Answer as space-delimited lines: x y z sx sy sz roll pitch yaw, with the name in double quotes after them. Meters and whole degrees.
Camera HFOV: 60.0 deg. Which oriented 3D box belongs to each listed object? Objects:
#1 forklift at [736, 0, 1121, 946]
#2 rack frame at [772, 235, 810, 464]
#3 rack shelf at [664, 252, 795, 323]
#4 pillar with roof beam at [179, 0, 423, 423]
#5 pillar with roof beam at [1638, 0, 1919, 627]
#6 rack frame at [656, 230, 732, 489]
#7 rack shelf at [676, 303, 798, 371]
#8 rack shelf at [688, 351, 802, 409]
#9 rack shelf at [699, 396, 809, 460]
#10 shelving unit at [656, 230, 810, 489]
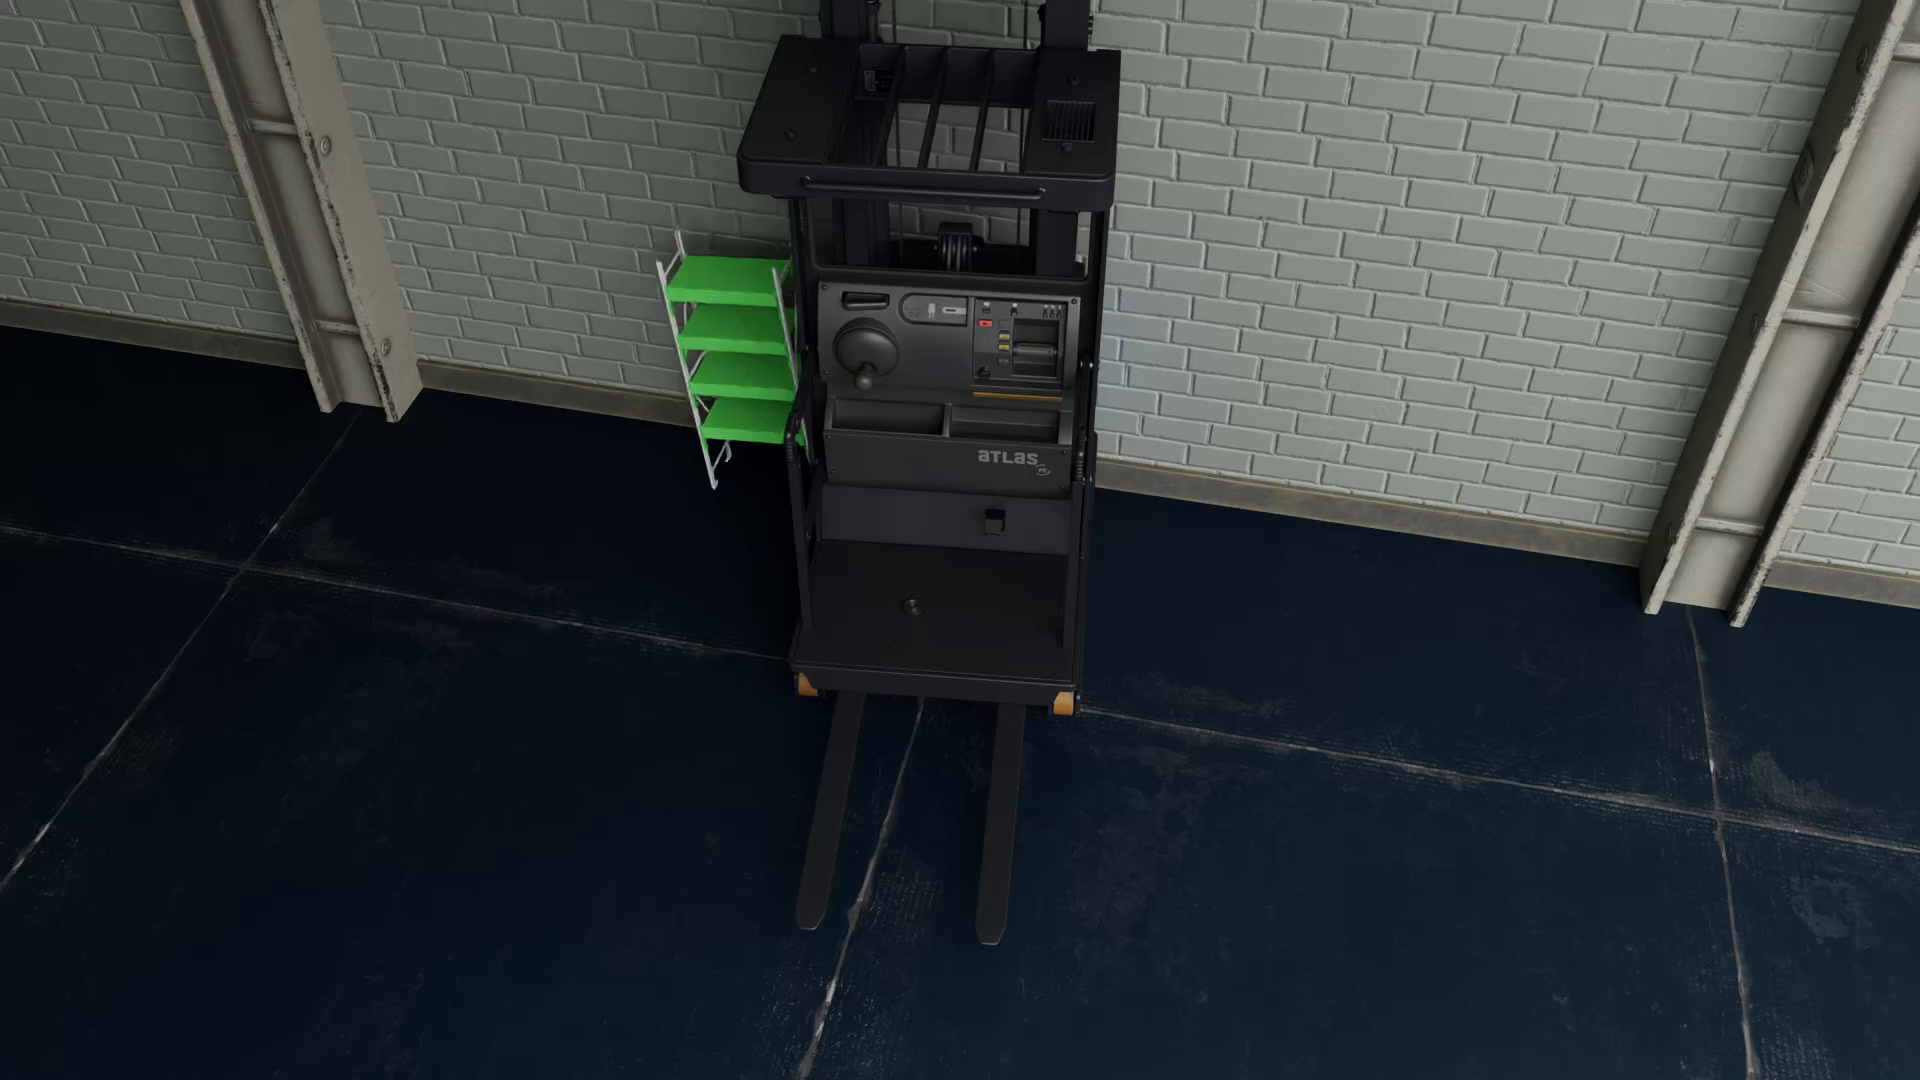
-0.061 -0.624 5.744 1.130 2.935 3.031 4 44 4 "forklift"
-0.654 -0.706 7.016 0.015 1.200 0.240 5 44 13 "rack frame"
-0.928 -1.032 6.788 0.480 0.148 0.258 5 44 13 "rack shelf"
-3.734 -1.011 1.772 0.400 9.000 9.100 9 45 9 "pillar with roof beam"
2.122 -0.103 0.828 0.400 9.000 9.100 9 45 9 "pillar with roof beam"
-1.129 -0.748 7.122 0.015 1.200 0.240 5 44 13 "rack frame"
-0.907 -0.856 6.950 0.480 0.148 0.258 5 44 13 "rack shelf"
-0.886 -0.680 7.112 0.480 0.148 0.258 5 44 13 "rack shelf"
-0.865 -0.504 7.274 0.480 0.148 0.258 5 44 13 "rack shelf"
-0.892 -0.727 7.069 0.503 1.200 0.258 5 44 13 "shelving unit"
